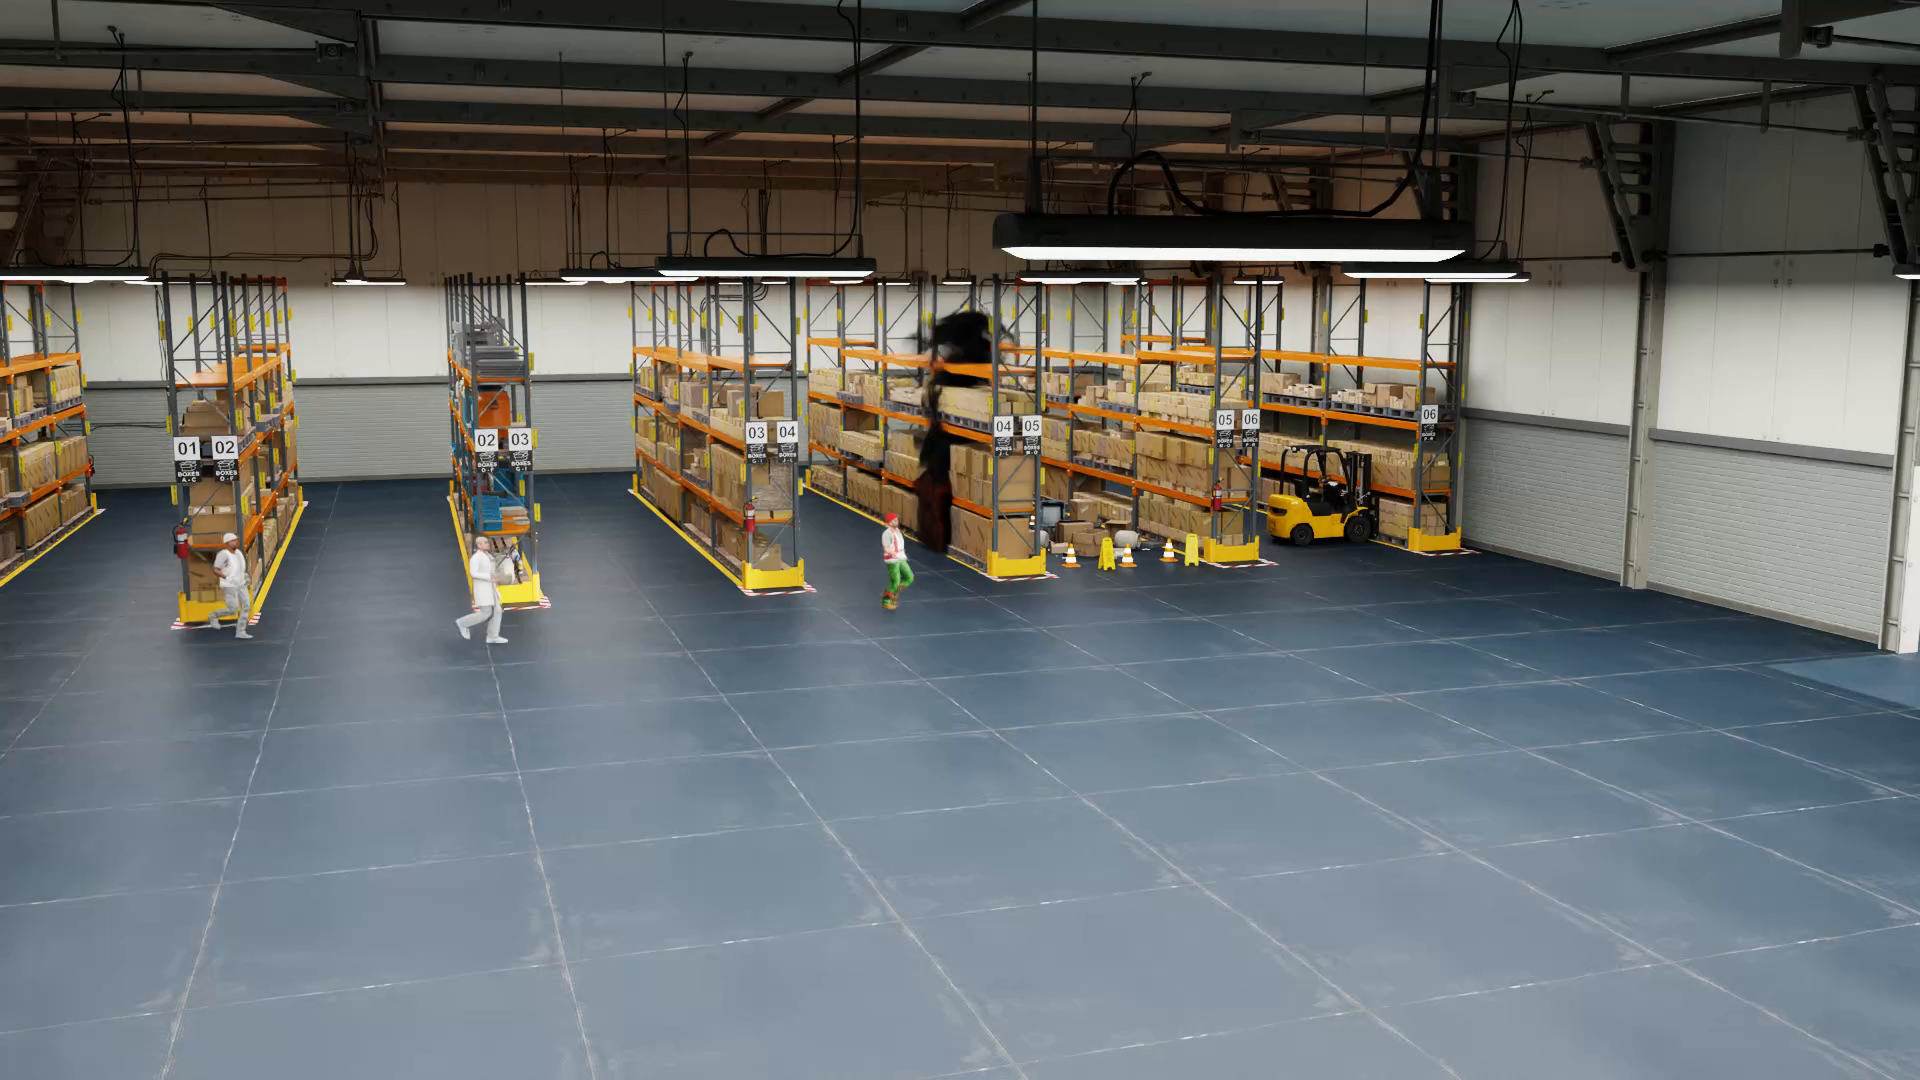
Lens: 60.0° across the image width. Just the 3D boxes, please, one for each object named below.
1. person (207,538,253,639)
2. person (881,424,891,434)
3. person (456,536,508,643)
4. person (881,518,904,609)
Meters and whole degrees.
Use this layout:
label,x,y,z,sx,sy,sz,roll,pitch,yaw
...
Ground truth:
label,x,y,z,sx,sy,sz,roll,pitch,yaw
person,-12.011,0.772,27.419,0.789,1.720,0.688,2,9,14
person,-2.308,-2.754,50.277,0.707,1.540,0.588,-4,9,-25
person,-7.744,0.806,26.926,0.834,1.746,0.718,1,9,8
person,-1.199,0.390,29.838,0.449,1.692,0.673,4,9,24
